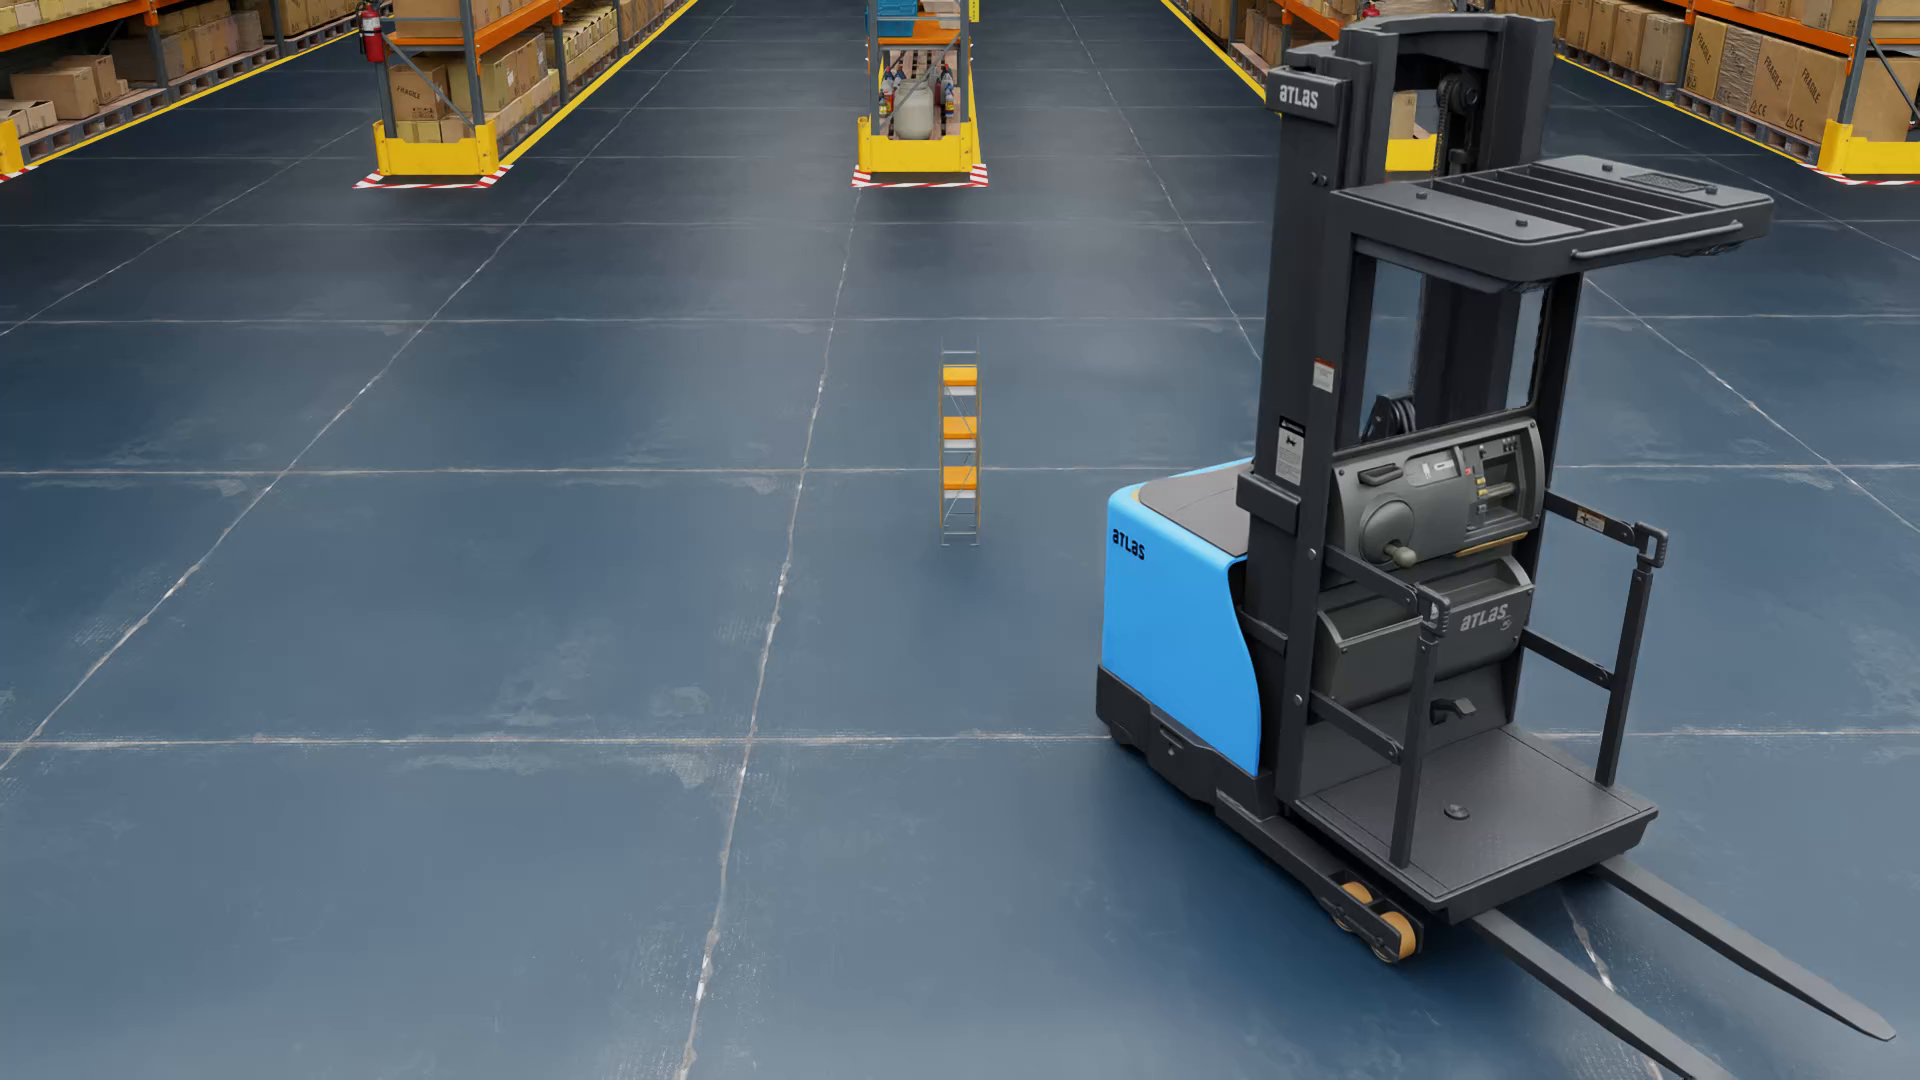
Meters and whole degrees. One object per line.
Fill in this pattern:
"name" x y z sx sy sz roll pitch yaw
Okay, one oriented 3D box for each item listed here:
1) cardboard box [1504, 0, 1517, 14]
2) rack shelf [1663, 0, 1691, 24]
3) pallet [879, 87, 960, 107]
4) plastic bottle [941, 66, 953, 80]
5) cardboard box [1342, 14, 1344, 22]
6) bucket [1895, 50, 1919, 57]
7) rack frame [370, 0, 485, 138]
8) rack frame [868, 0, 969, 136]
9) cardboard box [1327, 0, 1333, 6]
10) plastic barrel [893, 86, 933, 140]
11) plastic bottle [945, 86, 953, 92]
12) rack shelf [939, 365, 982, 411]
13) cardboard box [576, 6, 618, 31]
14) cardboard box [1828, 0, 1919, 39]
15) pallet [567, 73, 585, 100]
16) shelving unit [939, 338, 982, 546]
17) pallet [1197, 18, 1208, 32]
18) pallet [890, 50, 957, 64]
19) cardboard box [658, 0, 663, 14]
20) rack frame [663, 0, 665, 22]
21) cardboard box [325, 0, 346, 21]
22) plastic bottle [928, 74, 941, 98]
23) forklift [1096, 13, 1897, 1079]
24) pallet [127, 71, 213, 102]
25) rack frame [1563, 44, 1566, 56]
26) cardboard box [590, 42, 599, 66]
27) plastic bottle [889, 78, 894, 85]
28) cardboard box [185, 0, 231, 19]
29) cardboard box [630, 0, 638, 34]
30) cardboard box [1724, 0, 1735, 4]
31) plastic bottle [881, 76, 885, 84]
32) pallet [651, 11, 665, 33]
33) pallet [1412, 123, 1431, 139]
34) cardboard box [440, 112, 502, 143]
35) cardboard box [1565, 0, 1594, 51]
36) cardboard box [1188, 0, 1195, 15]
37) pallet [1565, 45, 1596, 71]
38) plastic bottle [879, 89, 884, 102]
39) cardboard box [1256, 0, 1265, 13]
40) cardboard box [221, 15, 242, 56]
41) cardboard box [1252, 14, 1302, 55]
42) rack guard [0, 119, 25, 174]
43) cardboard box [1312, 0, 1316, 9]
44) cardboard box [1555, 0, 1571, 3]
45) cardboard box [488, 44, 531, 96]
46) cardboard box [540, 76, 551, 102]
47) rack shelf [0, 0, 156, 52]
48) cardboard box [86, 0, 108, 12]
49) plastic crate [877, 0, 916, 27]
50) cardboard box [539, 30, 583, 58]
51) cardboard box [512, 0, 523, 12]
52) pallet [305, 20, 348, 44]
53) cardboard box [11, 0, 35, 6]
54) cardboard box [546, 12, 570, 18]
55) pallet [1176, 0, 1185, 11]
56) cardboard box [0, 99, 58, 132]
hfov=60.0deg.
"cardboard box" 9.122 -8.673 26.811 0.500 0.500 0.500 1 24 2
"rack shelf" 9.437 -7.345 22.222 1.077 0.370 4.000 0 24 -1
"pallet" -0.489 -5.298 20.207 1.003 0.211 1.213 0 24 -1
"plastic bottle" -0.157 -5.496 19.942 0.144 0.351 0.185 -1 24 -3
"cardboard box" 4.328 -5.633 17.871 0.380 0.149 0.250 0 24 -1
"bucket" 11.766 -6.004 20.512 0.726 0.611 0.620 8 16 18
"rack frame" -5.364 -5.176 16.555 1.000 3.000 0.127 0 24 -1
"rack frame" -0.411 -5.197 16.601 1.000 3.000 0.127 0 24 -1
"cardboard box" 4.476 -6.039 17.980 0.875 0.500 0.500 0 24 -1
"plastic barrel" -0.494 -4.526 17.626 0.421 0.512 0.421 0 24 0
"plastic bottle" -0.124 -5.085 19.131 0.097 0.271 0.097 0 24 0
"rack shelf" -0.001 -0.749 8.470 0.215 0.259 0.240 0 24 -1
"cardboard box" -5.199 -7.452 23.733 0.500 0.311 0.500 0 24 1
"cardboard box" 9.454 -5.421 16.914 0.875 0.550 0.550 0 24 -1
"pallet" -5.454 -5.857 21.445 1.003 0.211 1.213 0 24 -1
"shelving unit" -0.001 -0.500 8.582 0.215 1.050 0.252 0 24 -1
"pallet" 4.495 -8.576 27.455 1.003 0.211 1.213 0 24 -1
"pallet" -0.528 -6.904 23.758 1.003 0.211 1.213 0 24 -1
"cardboard box" -5.203 -8.981 27.466 0.500 0.500 0.500 0 24 -1
"rack frame" -5.495 -10.121 27.488 1.000 3.000 0.127 0 24 -1
"cardboard box" -10.298 -8.676 26.391 0.750 0.750 0.750 0 24 1
"plastic bottle" -0.305 -5.451 19.933 0.152 0.276 0.135 0 24 -1
"forklift" 1.745 -0.130 5.482 1.130 2.935 3.031 -13 28 -27
"pallet" -10.371 -5.851 21.431 1.003 0.211 1.213 0 24 -1
"rack frame" 9.416 -8.496 23.896 1.000 3.000 0.127 0 24 -1
"cardboard box" -5.181 -6.564 22.450 0.500 0.250 0.500 0 24 0
"plastic bottle" -0.819 -5.330 19.672 0.097 0.271 0.097 0 24 0
"cardboard box" -10.401 -7.321 22.886 0.500 0.250 0.500 0 24 0
"cardboard box" -5.181 -7.939 25.163 0.500 0.500 0.500 -1 24 -2
"cardboard box" 9.504 -6.538 19.384 0.875 0.550 0.550 0 24 -1
"plastic bottle" -0.898 -5.328 19.652 0.061 0.283 0.133 1 24 2
"pallet" -5.448 -8.515 27.322 1.003 0.211 1.213 0 24 -1
"pallet" 4.568 -4.315 18.034 1.003 0.211 1.213 0 24 -1
"cardboard box" -5.147 -4.337 17.526 0.500 0.250 0.500 0 24 -1
"cardboard box" 9.332 -7.411 23.717 1.050 0.750 0.750 -1 24 -1
"cardboard box" 4.438 -9.124 27.352 1.225 0.875 0.875 0 24 0
"pallet" 9.349 -6.901 23.752 1.003 0.211 1.213 0 24 -1
"plastic bottle" -0.888 -4.963 18.845 0.061 0.283 0.133 0 24 1
"cardboard box" 4.492 -7.643 23.599 0.500 0.250 0.500 1 24 2
"cardboard box" -10.455 -7.001 23.090 0.700 0.500 0.500 0 24 -1
"cardboard box" 4.501 -7.073 23.248 0.700 0.500 0.500 -2 24 -5
"rack guard" -10.318 -4.045 17.087 1.175 0.500 0.348 0 24 -1
"cardboard box" 4.238 -6.148 19.009 0.380 0.149 0.250 0 24 -1
"cardboard box" 9.146 -8.171 24.791 0.500 0.250 0.500 -1 24 -2
"cardboard box" -5.161 -5.297 18.738 0.500 0.500 0.500 0 24 -1
"cardboard box" -5.188 -5.367 19.803 0.500 0.250 0.500 0 24 -1
"rack shelf" -10.339 -5.649 18.473 1.077 0.370 4.000 0 24 -1
"cardboard box" -10.034 -6.135 18.833 0.500 0.250 0.500 0 24 -1
"plastic crate" -0.717 -5.602 17.676 0.499 0.251 0.408 0 24 -1
"cardboard box" -5.163 -6.396 21.399 0.500 0.311 0.500 -1 24 -1
"cardboard box" -5.382 -6.263 18.837 0.700 0.500 0.500 0 24 0
"pallet" -10.348 -8.005 26.193 1.003 0.211 1.213 0 24 -1
"cardboard box" -10.017 -5.837 17.263 0.500 0.500 0.500 0 24 0
"cardboard box" -5.725 -7.233 23.250 0.500 0.311 0.500 -1 24 -2
"pallet" 4.465 -9.711 29.966 1.003 0.211 1.213 0 24 -1
"cardboard box" -10.241 -4.648 18.116 0.500 0.311 0.500 2 24 4
